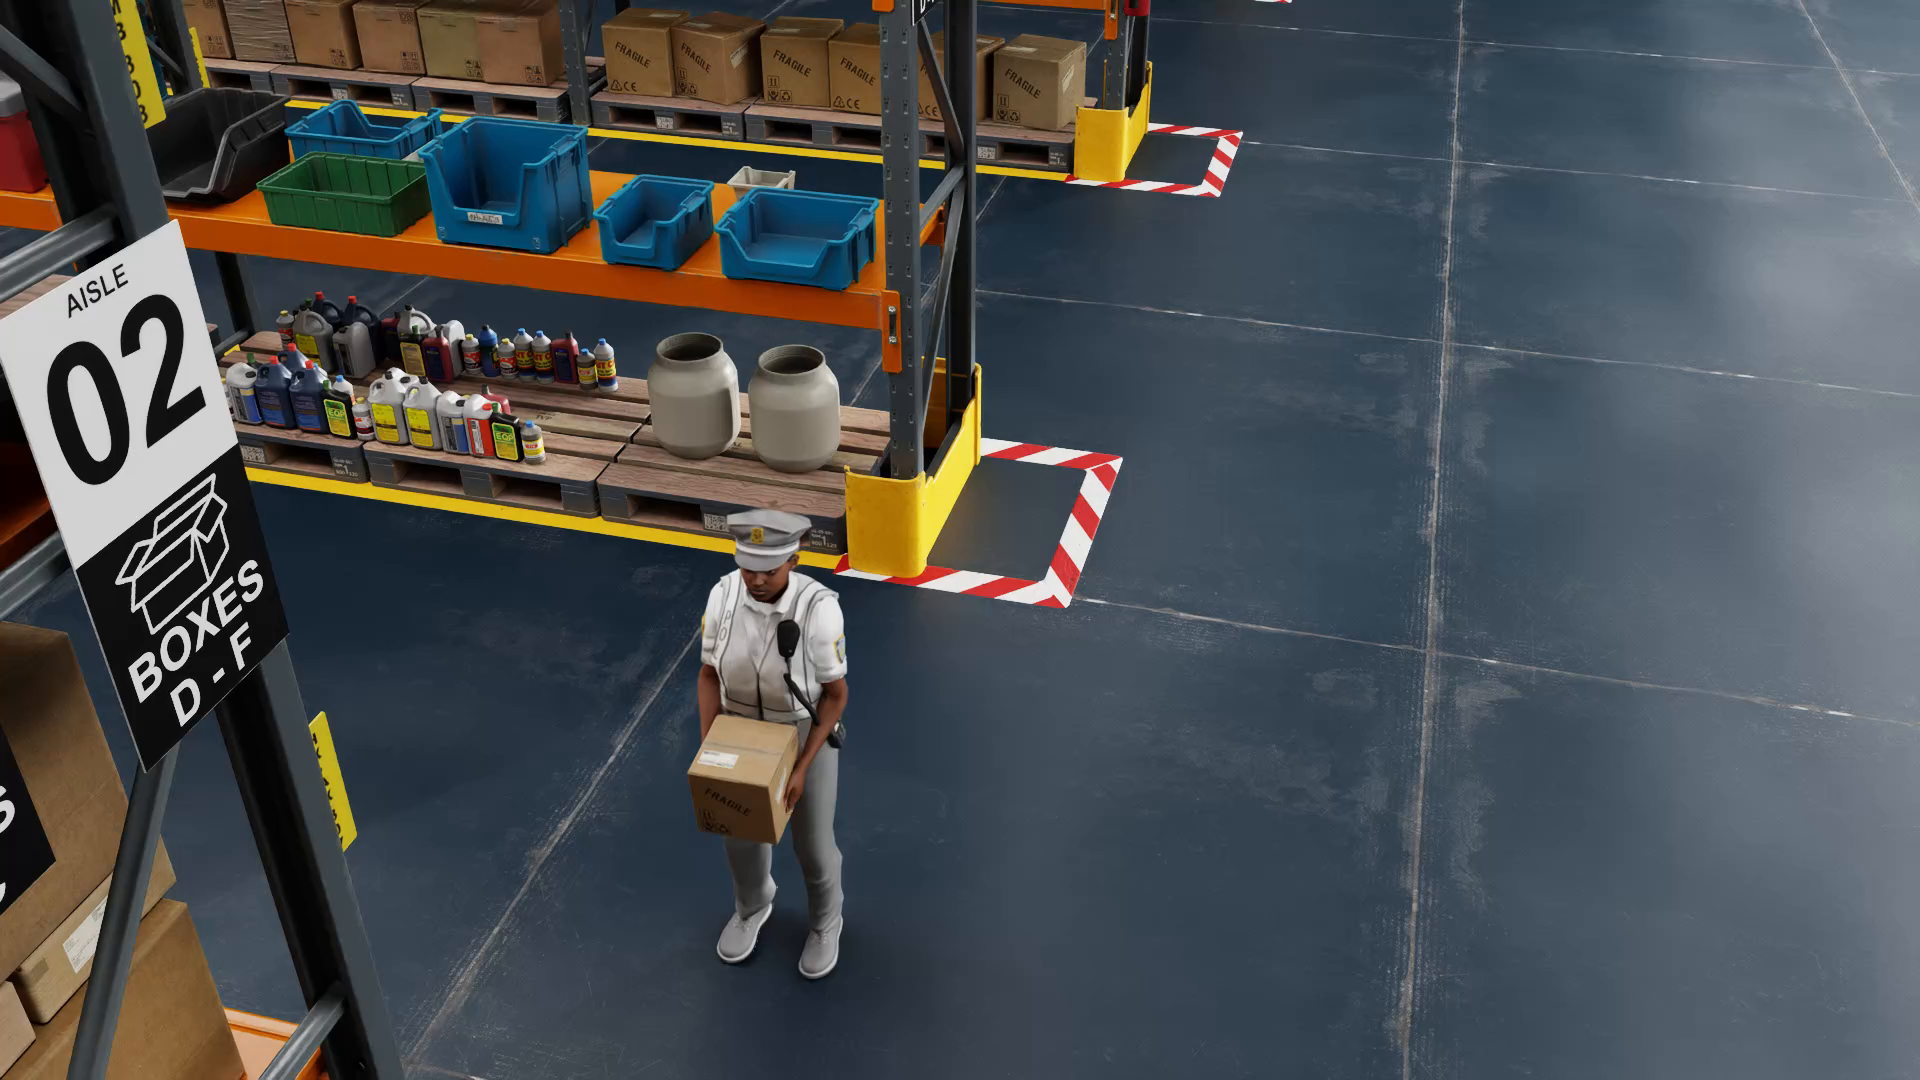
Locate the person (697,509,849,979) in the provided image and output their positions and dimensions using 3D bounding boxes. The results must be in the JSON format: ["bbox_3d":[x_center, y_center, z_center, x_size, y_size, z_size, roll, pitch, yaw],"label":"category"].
[{"bbox_3d":[-0.577,0.655,5.103,0.473,1.690,0.478,8,34,12],"label":"person"}]
